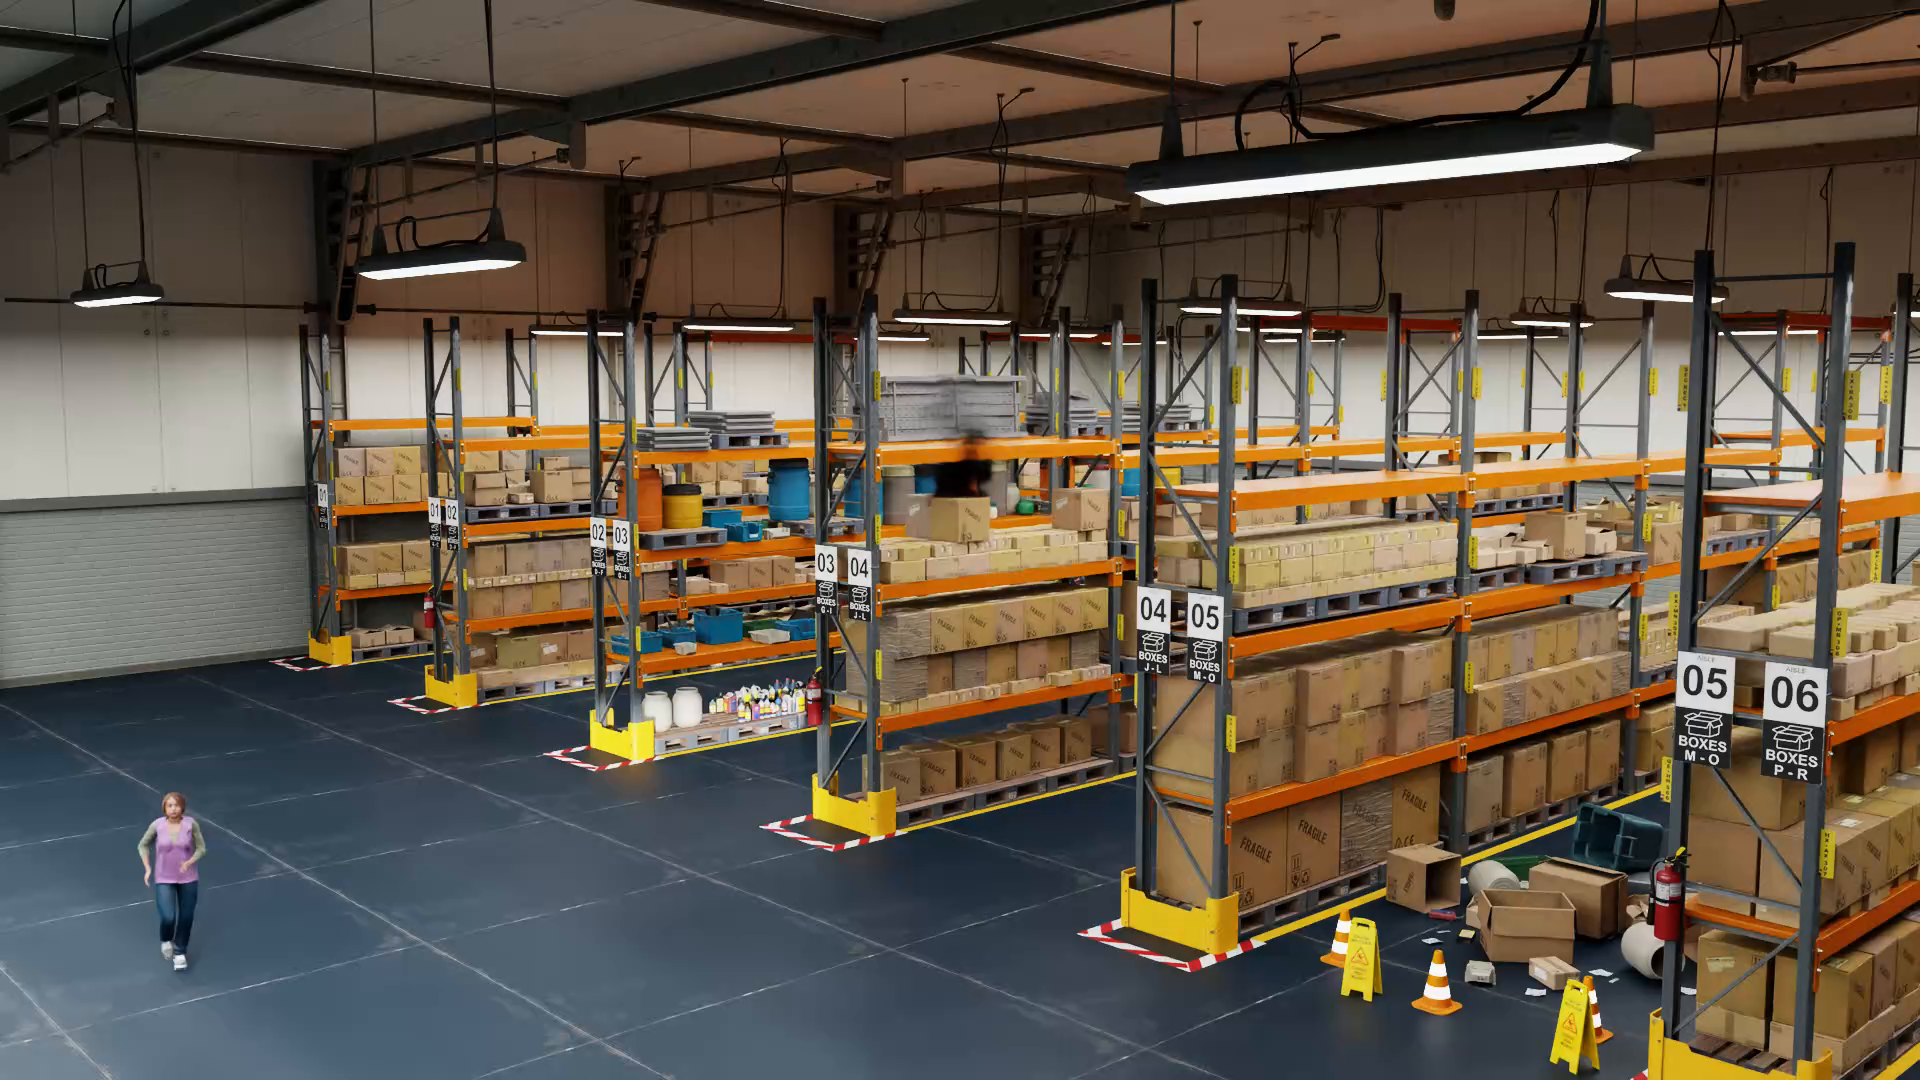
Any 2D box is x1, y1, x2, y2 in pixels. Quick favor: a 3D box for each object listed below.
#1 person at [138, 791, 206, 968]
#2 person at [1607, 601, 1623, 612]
[{"bbox_3d":[-6.750,2.945,14.295,0.522,1.559,0.549,-3,7,-29],"label":"person"},{"bbox_3d":[9.751,1.786,24.685,0.986,1.788,0.668,-5,8,-42],"label":"person"}]
